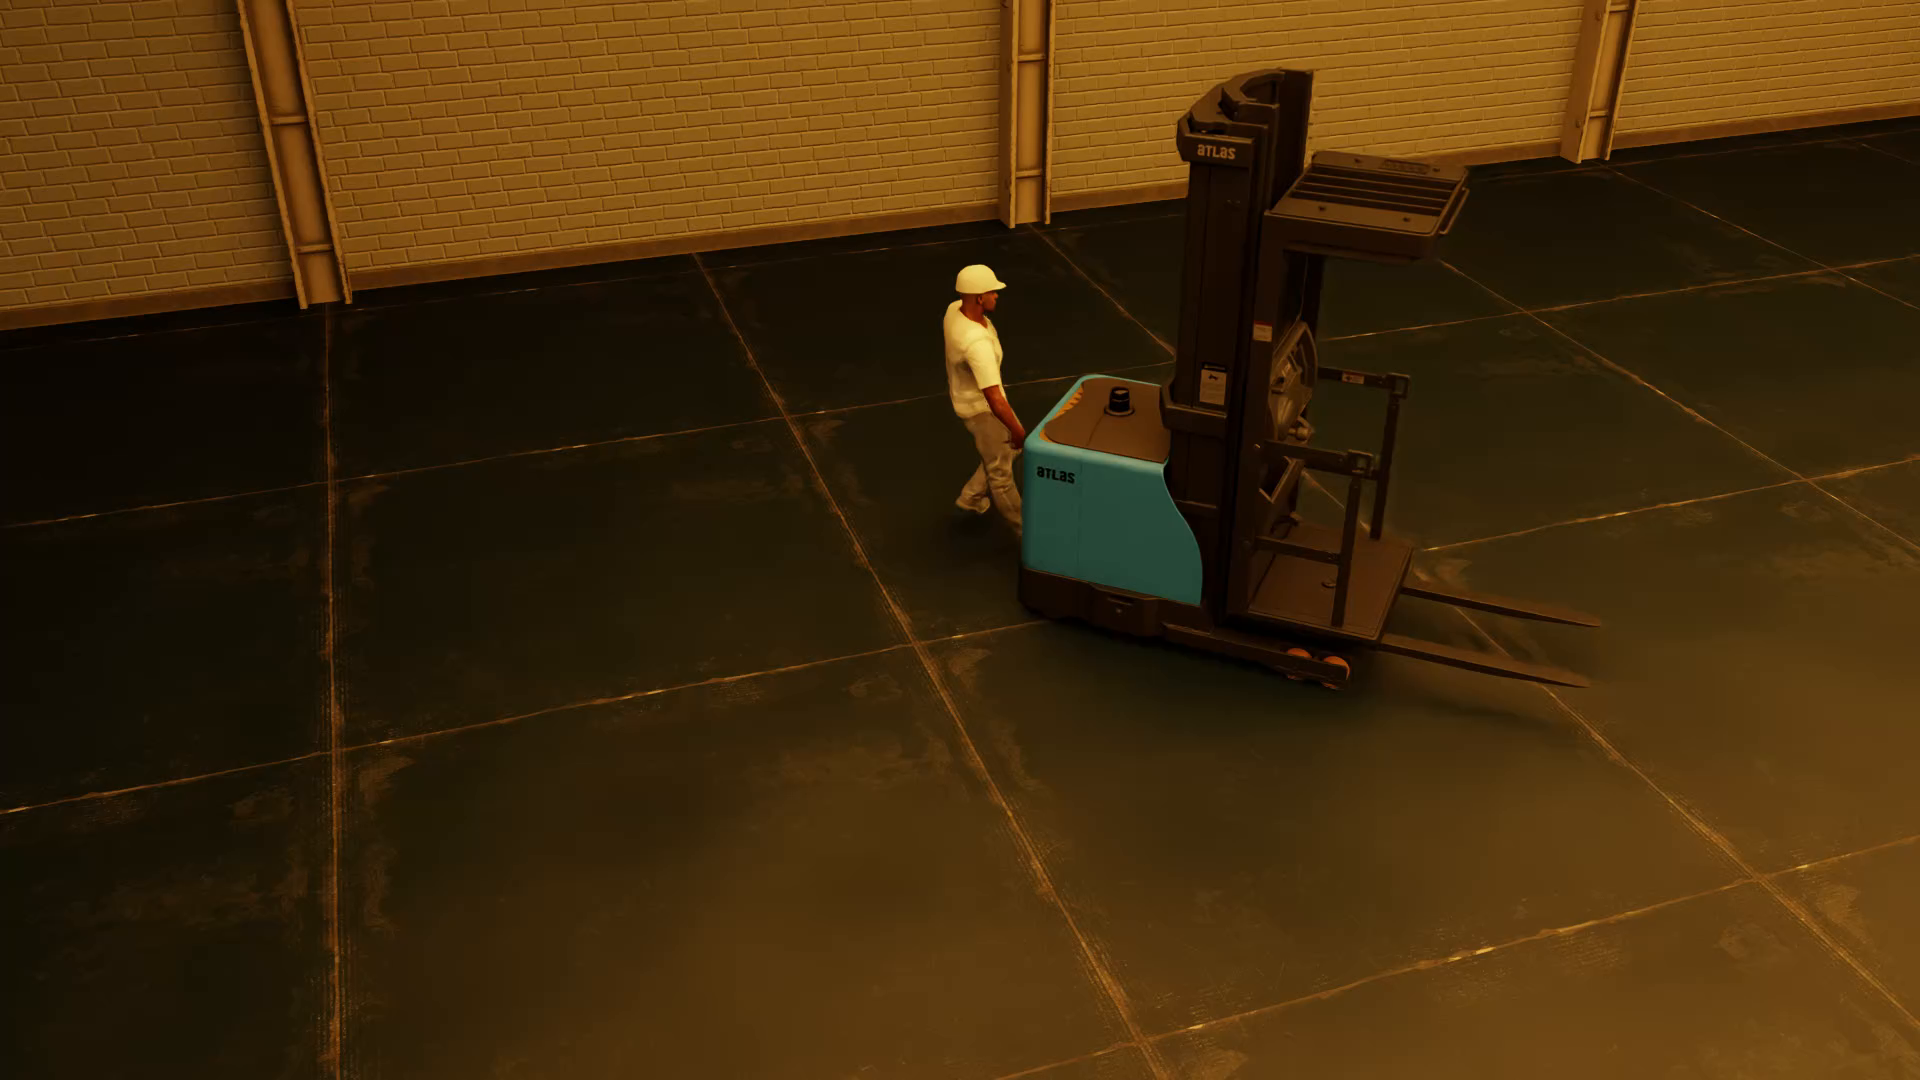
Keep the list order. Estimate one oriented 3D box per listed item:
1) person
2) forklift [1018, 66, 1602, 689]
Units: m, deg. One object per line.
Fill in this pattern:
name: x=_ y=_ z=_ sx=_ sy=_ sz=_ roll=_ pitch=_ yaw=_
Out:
person: x=0.279 y=-0.814 z=9.760 sx=0.733 sy=1.692 sz=0.752 roll=-3 pitch=30 yaw=-5
forklift: x=1.888 y=-0.796 z=8.471 sx=3.031 sy=2.935 sz=1.130 roll=12 pitch=32 yaw=20
